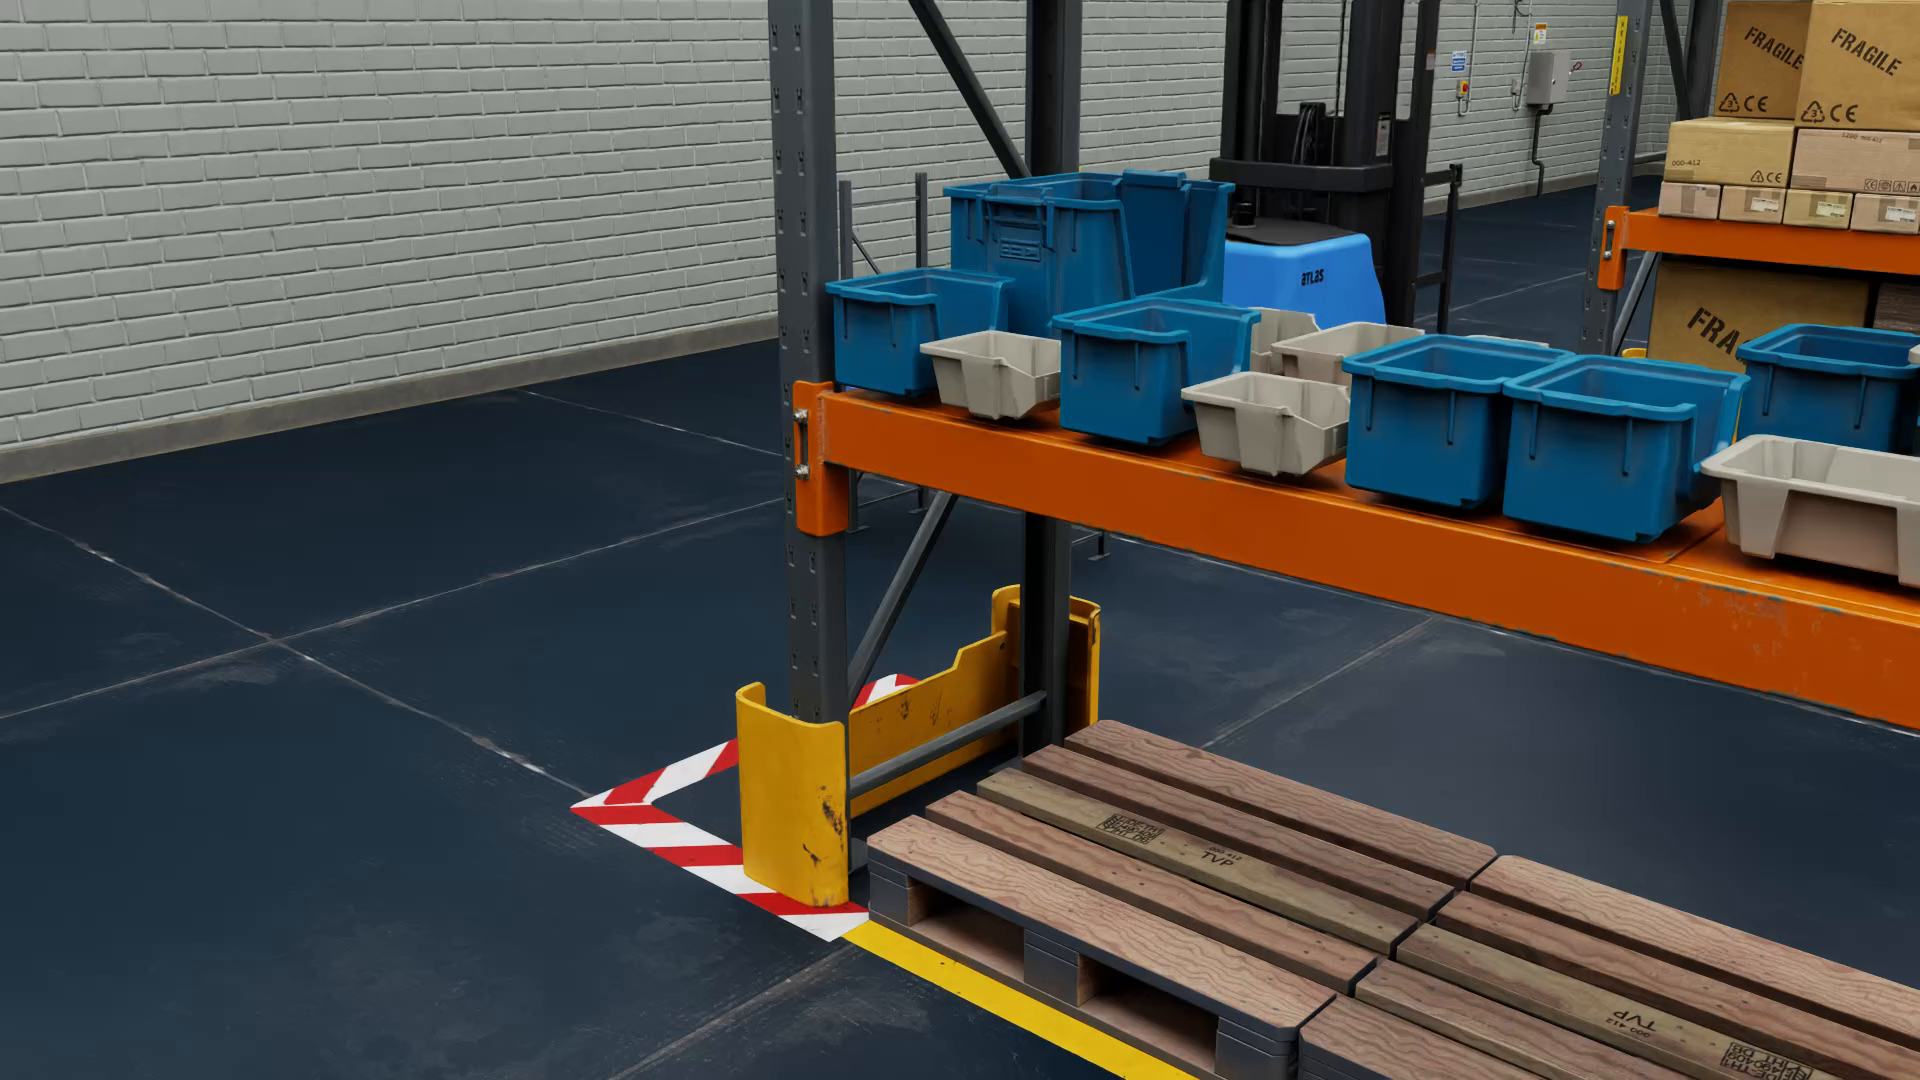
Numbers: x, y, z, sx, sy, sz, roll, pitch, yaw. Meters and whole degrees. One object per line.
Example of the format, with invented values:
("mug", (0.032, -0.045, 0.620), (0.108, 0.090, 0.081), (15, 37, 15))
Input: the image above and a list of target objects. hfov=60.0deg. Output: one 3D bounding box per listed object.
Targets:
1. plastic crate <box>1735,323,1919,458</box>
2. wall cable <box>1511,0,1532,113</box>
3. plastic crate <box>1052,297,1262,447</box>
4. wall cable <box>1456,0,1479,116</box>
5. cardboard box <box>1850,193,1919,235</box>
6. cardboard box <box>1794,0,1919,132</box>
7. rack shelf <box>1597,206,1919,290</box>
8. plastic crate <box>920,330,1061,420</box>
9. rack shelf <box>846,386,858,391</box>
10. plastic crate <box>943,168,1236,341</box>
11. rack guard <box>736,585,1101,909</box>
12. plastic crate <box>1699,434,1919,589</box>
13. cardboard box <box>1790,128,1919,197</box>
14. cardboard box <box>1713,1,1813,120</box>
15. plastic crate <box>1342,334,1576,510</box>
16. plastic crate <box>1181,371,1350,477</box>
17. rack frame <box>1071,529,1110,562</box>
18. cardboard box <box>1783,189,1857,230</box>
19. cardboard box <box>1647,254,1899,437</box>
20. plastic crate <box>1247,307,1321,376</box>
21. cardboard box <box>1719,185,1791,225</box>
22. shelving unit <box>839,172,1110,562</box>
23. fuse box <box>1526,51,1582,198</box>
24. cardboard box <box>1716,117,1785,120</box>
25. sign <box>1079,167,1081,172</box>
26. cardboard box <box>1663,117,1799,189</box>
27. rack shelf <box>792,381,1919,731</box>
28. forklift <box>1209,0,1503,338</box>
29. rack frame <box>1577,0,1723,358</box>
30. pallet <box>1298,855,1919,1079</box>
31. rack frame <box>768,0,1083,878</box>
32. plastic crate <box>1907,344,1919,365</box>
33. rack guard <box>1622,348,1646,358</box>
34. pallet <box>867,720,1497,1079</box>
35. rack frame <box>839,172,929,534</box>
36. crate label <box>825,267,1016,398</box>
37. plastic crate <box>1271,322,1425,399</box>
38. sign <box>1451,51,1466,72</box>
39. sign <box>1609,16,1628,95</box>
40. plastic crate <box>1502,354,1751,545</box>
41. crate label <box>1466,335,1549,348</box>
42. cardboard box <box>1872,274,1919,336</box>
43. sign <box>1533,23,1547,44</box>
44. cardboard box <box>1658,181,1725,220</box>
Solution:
("plastic crate", (1.652, -0.252, 3.125), (0.300, 0.233, 0.416), (15, 23, 39))
("wall cable", (6.511, -5.955, 19.237), (0.122, 1.984, 0.588), (15, 23, 39))
("plastic crate", (0.405, -0.350, 3.434), (0.300, 0.233, 0.416), (15, 23, 39))
("wall cable", (5.579, -5.646, 18.213), (0.123, 1.953, 0.585), (15, 23, 39))
("cardboard box", (3.861, -1.358, 6.847), (0.250, 0.149, 0.380), (15, 23, 38))
("cardboard box", (3.787, -1.948, 6.808), (0.500, 0.500, 0.500), (14, 23, 38))
("rack shelf", (4.730, -1.034, 6.600), (4.000, 0.370, 1.077), (15, 23, 39))
("plastic crate", (0.097, -0.353, 3.603), (0.298, 0.136, 0.250), (15, 23, 39))
("rack shelf", (0.064, -0.526, 6.885), (1.000, 0.185, 0.538), (15, 23, 39))
("plastic crate", (0.320, -0.678, 4.132), (0.499, 0.435, 0.616), (15, 23, 39))
("rack guard", (-0.081, 0.532, 4.609), (0.348, 0.500, 1.175), (15, 23, 39))
("plastic crate", (1.436, -0.039, 2.613), (0.466, 0.136, 0.293), (15, 23, 39))
("cardboard box", (3.807, -1.588, 6.914), (0.500, 0.250, 0.500), (15, 23, 39))
("cardboard box", (3.773, -2.168, 7.500), (0.500, 0.500, 0.500), (15, 23, 40))
("plastic crate", (0.897, -0.218, 3.018), (0.300, 0.233, 0.416), (15, 23, 39))
("plastic crate", (0.605, -0.217, 3.174), (0.298, 0.136, 0.250), (15, 23, 39))
("rack frame", (0.444, -0.596, 6.509), (0.032, 1.500, 0.500), (15, 23, 39))
("cardboard box", (3.665, -1.410, 7.011), (0.250, 0.149, 0.380), (14, 23, 38))
("cardboard box", (3.765, -0.855, 7.666), (0.875, 0.875, 0.875), (15, 23, 39))
("plastic crate", (0.676, -0.438, 3.869), (0.243, 0.136, 0.396), (15, 23, 39))
("cardboard box", (3.473, -1.461, 7.173), (0.250, 0.149, 0.380), (15, 23, 38))
("shelving unit", (0.064, -0.698, 6.831), (1.048, 1.500, 0.538), (15, 23, 39))
("fuse box", (7.082, -4.979, 19.972), (0.414, 1.711, 0.539), (15, 23, 39))
("cardboard box", (3.772, -1.811, 7.616), (0.500, 0.250, 0.500), (15, 23, 38))
("sign", (0.299, -0.863, 4.603), (0.005, 0.325, 0.100), (15, 23, 39))
("cardboard box", (3.413, -1.691, 7.238), (0.500, 0.250, 0.500), (14, 23, 38))
("rack shelf", (1.442, 0.087, 3.069), (4.000, 0.370, 1.077), (15, 23, 39))
("forklift", (2.172, -2.197, 9.189), (1.130, 2.935, 3.031), (15, 23, 38))
("rack frame", (3.234, -1.778, 7.756), (0.127, 3.000, 1.000), (15, 23, 39))
("pallet", (1.445, 1.091, 3.326), (1.213, 0.211, 1.003), (15, 23, 39))
("rack frame", (-0.054, -0.658, 4.225), (0.127, 3.000, 1.000), (15, 23, 39))
("plastic crate", (1.918, -0.175, 2.801), (0.530, 0.282, 0.437), (15, 23, 39))
("rack guard", (3.216, -0.592, 8.149), (0.348, 0.500, 1.175), (15, 23, 39))
("pallet", (0.537, 0.846, 4.098), (1.213, 0.211, 1.003), (15, 23, 39))
("rack frame", (-0.316, -0.800, 7.152), (0.032, 1.500, 0.500), (15, 23, 39))
("crate label", (-0.088, -0.482, 3.851), (0.303, 0.233, 0.416), (15, 23, 39))
("plastic crate", (0.883, -0.376, 3.676), (0.243, 0.136, 0.396), (15, 23, 39))
("sign", (5.501, -5.277, 18.335), (0.001, 0.218, 0.327), (15, 23, 39))
("sign", (2.861, -2.104, 7.221), (0.005, 0.325, 0.100), (15, 23, 39))
("plastic crate", (1.121, -0.158, 2.828), (0.300, 0.233, 0.416), (15, 23, 39))
("crate label", (1.108, -0.326, 3.517), (0.243, 0.136, 0.396), (15, 23, 39))
("cardboard box", (4.446, -0.673, 7.090), (0.875, 0.875, 0.875), (15, 23, 39))
("sign", (6.891, -6.016, 19.744), (0.001, 0.242, 0.339), (15, 23, 39))
("cardboard box", (3.280, -1.513, 7.334), (0.250, 0.149, 0.380), (15, 23, 40))
